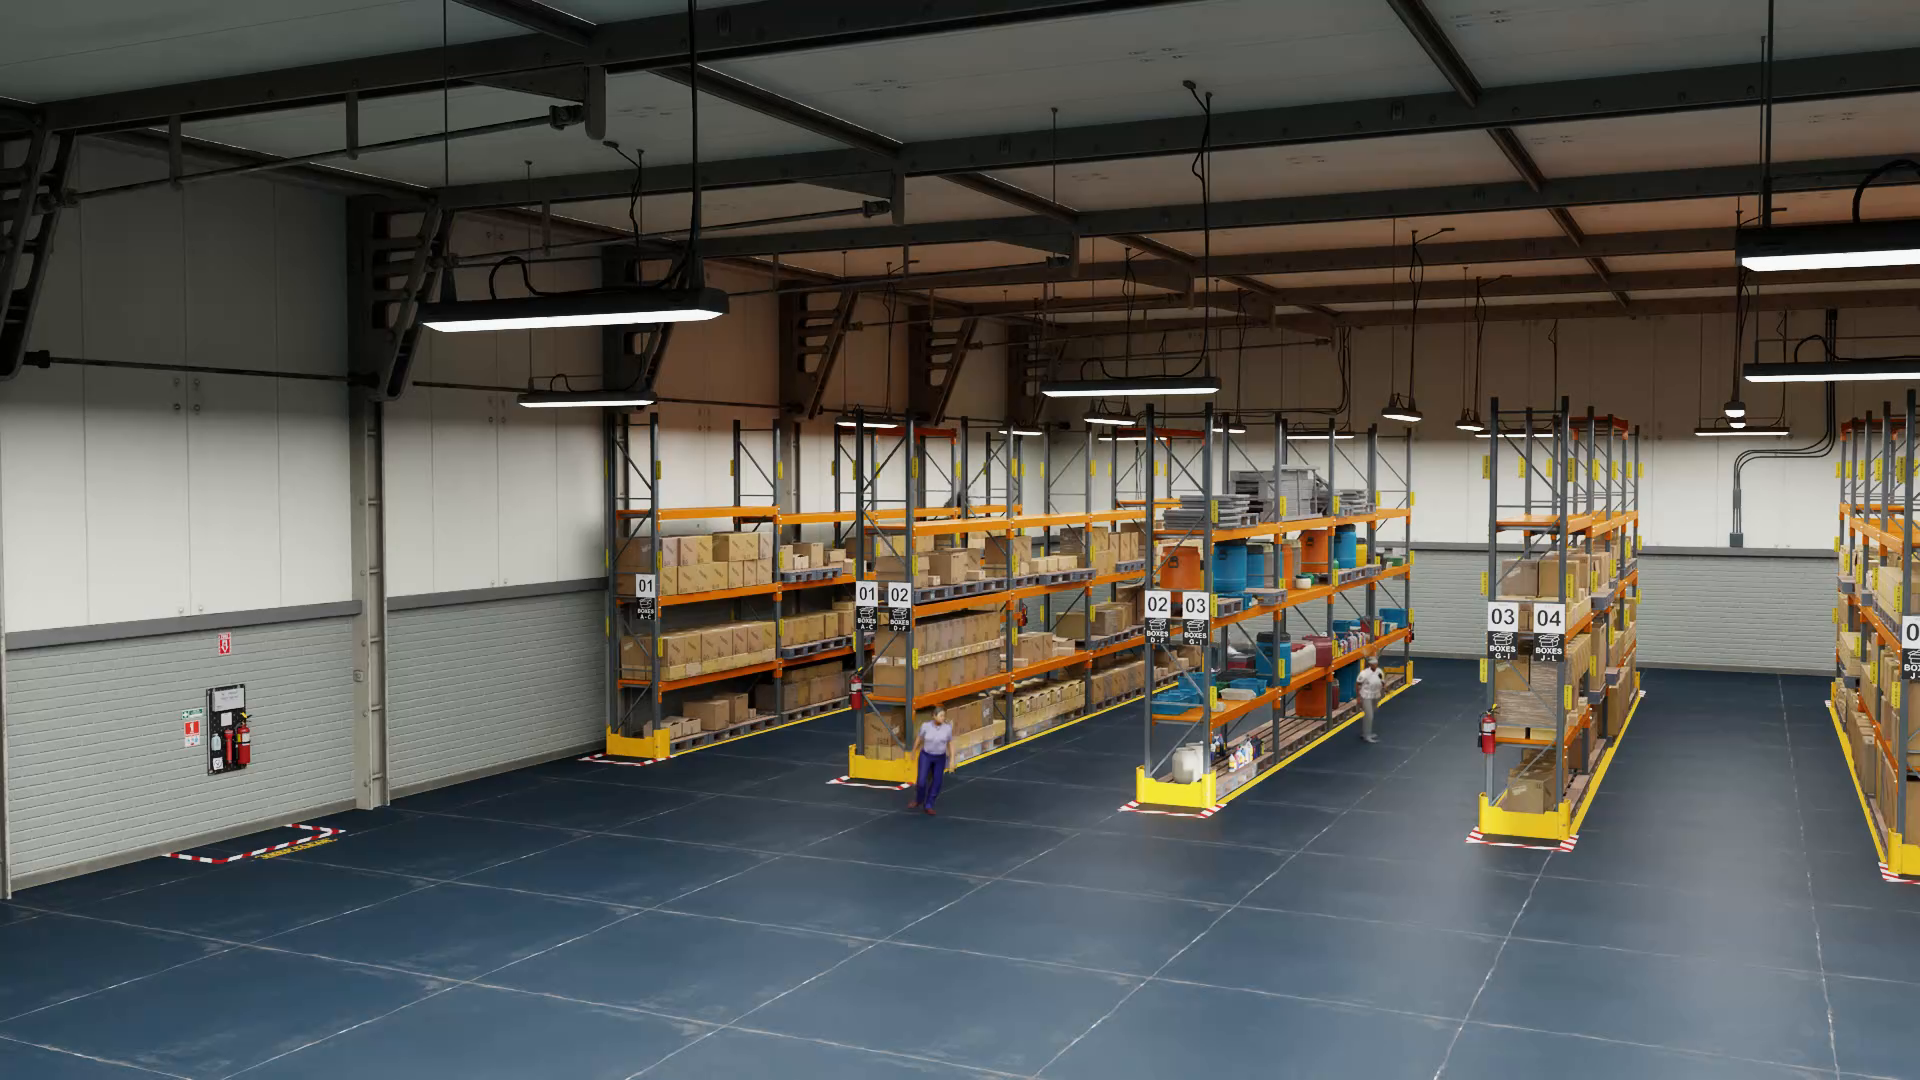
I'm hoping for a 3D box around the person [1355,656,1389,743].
[{"bbox_3d":[7.614,2.918,30.683,0.620,1.607,0.840,-1,3,-27],"label":"person"}]

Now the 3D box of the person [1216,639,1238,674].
[{"bbox_3d":[5.676,2.777,34.819,0.603,1.533,1.066,2,3,37],"label":"person"}]

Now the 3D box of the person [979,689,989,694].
[{"bbox_3d":[0.420,2.811,34.860,0.620,1.424,0.946,2,3,41],"label":"person"}]

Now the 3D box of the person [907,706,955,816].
[{"bbox_3d":[-0.420,3.200,24.110,0.655,1.597,0.534,-1,2,-13],"label":"person"}]
